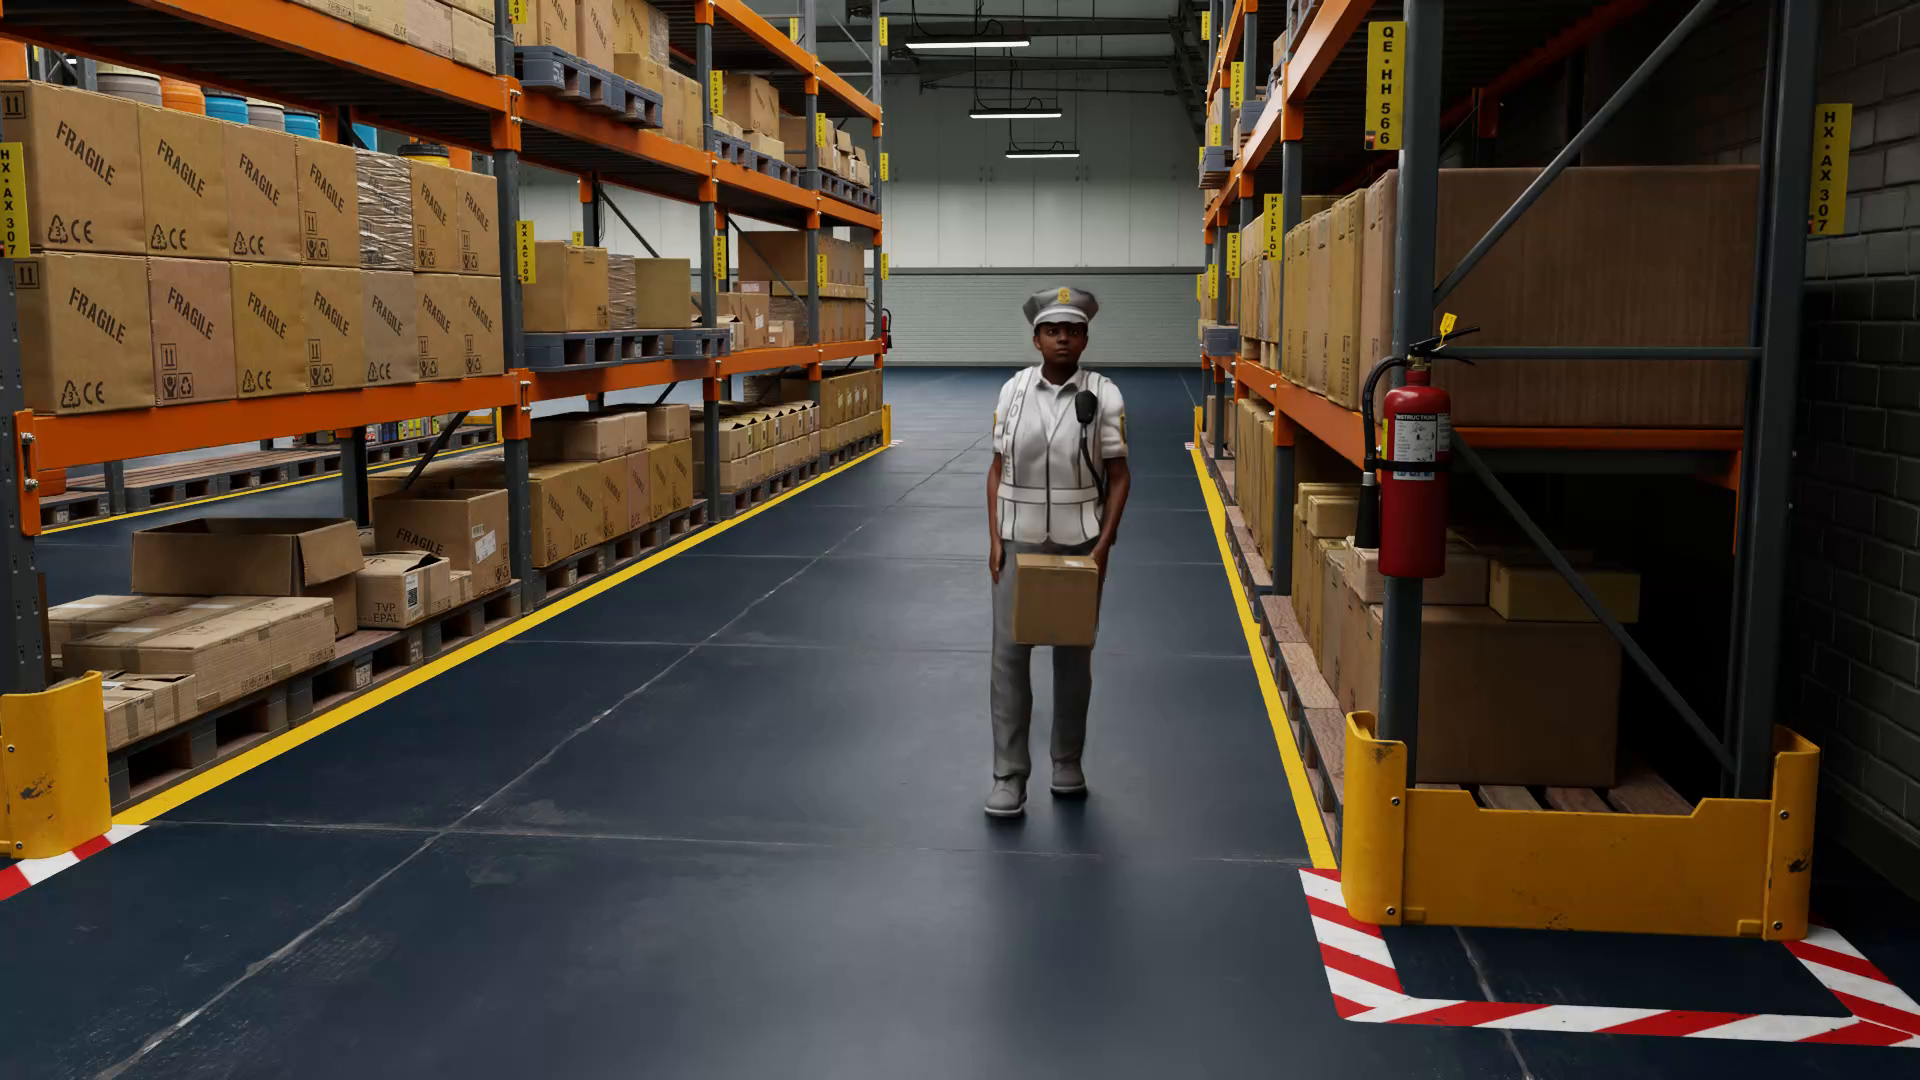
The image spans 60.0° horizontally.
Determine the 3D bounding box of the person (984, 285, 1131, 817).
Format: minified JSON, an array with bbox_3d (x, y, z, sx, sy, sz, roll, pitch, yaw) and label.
[{"bbox_3d":[0.314,0.025,5.402,0.474,1.689,0.657,1,8,6],"label":"person"}]
